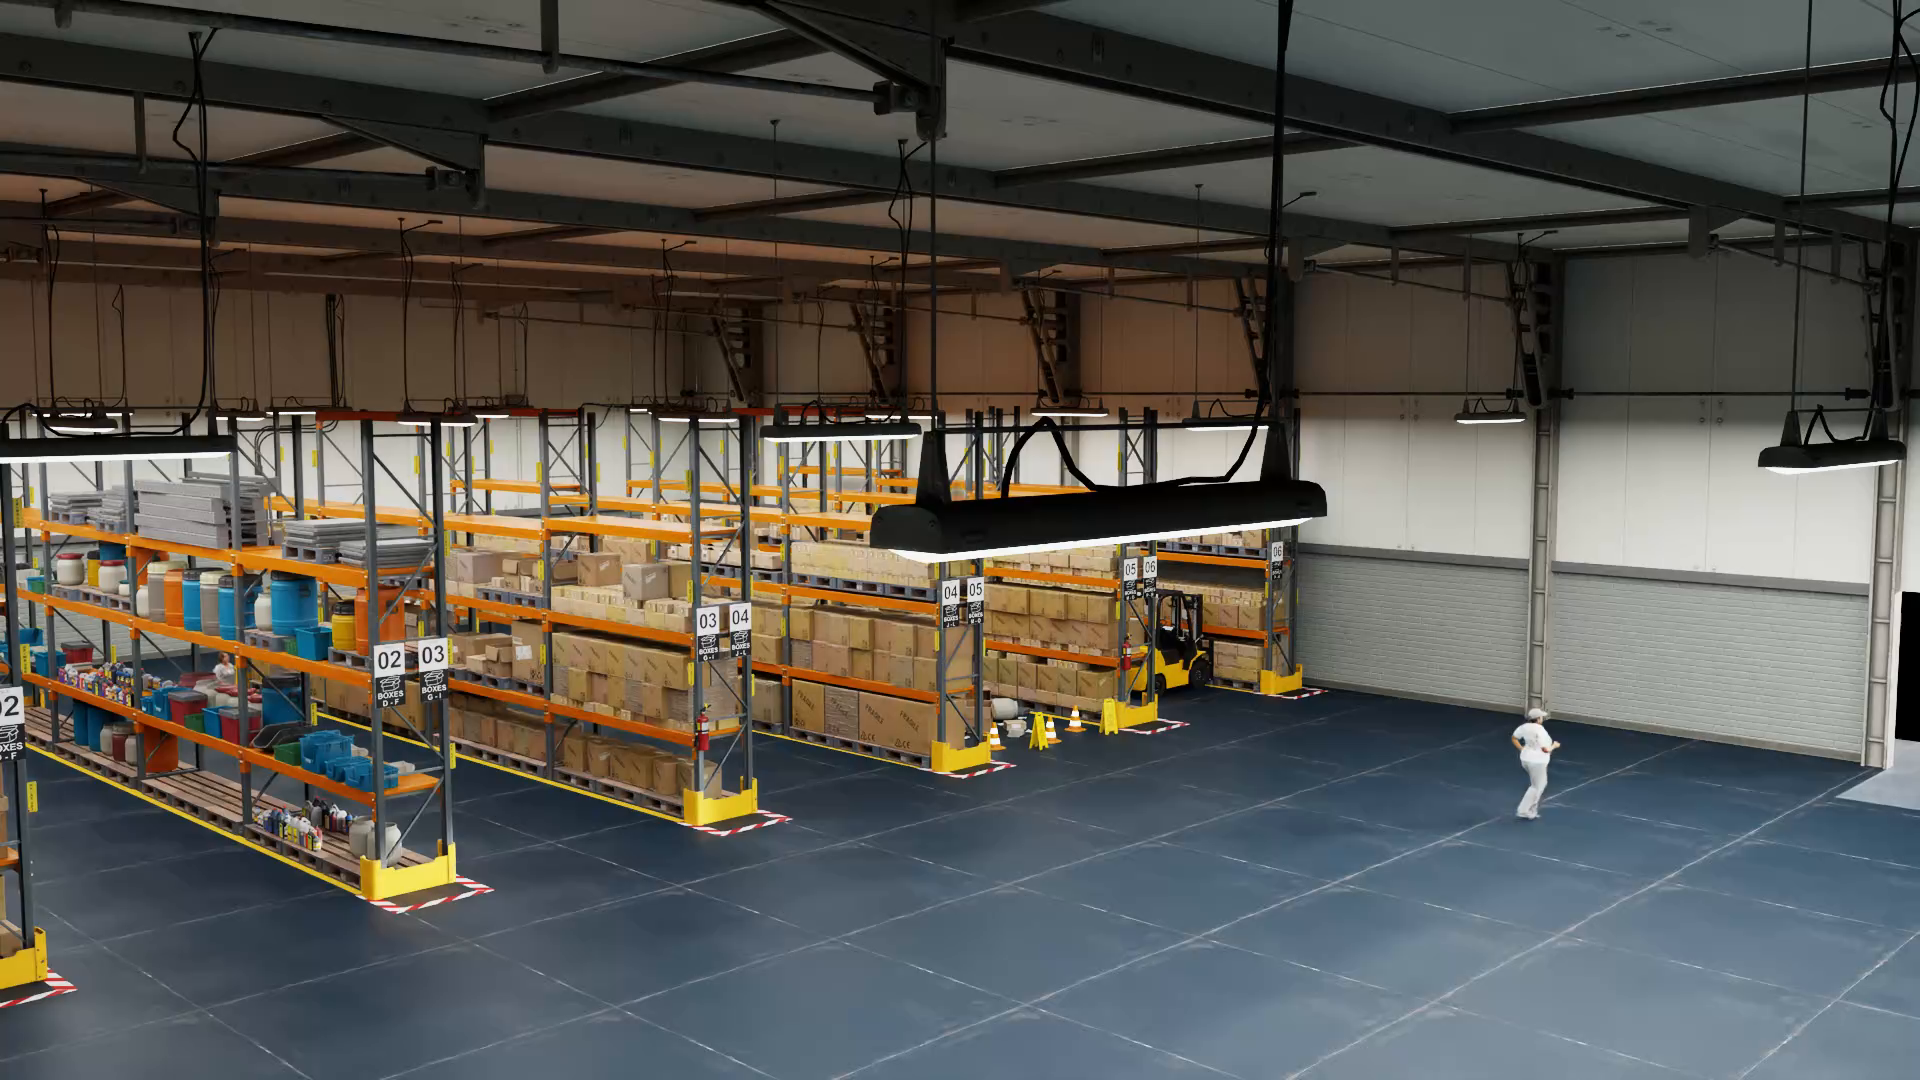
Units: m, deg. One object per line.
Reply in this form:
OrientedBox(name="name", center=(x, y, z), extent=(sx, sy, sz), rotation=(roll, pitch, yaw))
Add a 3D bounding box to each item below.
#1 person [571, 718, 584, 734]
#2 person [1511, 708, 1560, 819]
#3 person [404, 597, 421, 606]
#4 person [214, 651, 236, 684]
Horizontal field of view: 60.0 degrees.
OrientedBox(name="person", center=(-6.981, 2.739, 30.706), extent=(0.728, 1.798, 0.671), rotation=(4, 6, 35))
OrientedBox(name="person", center=(8.546, 3.333, 24.655), extent=(0.660, 1.701, 0.583), rotation=(-1, 5, -13))
OrientedBox(name="person", center=(-12.873, 2.049, 38.950), extent=(0.794, 1.763, 0.899), rotation=(1, 5, 6))
OrientedBox(name="person", center=(-13.486, 2.828, 30.669), extent=(0.555, 1.552, 0.522), rotation=(3, 6, 32))
